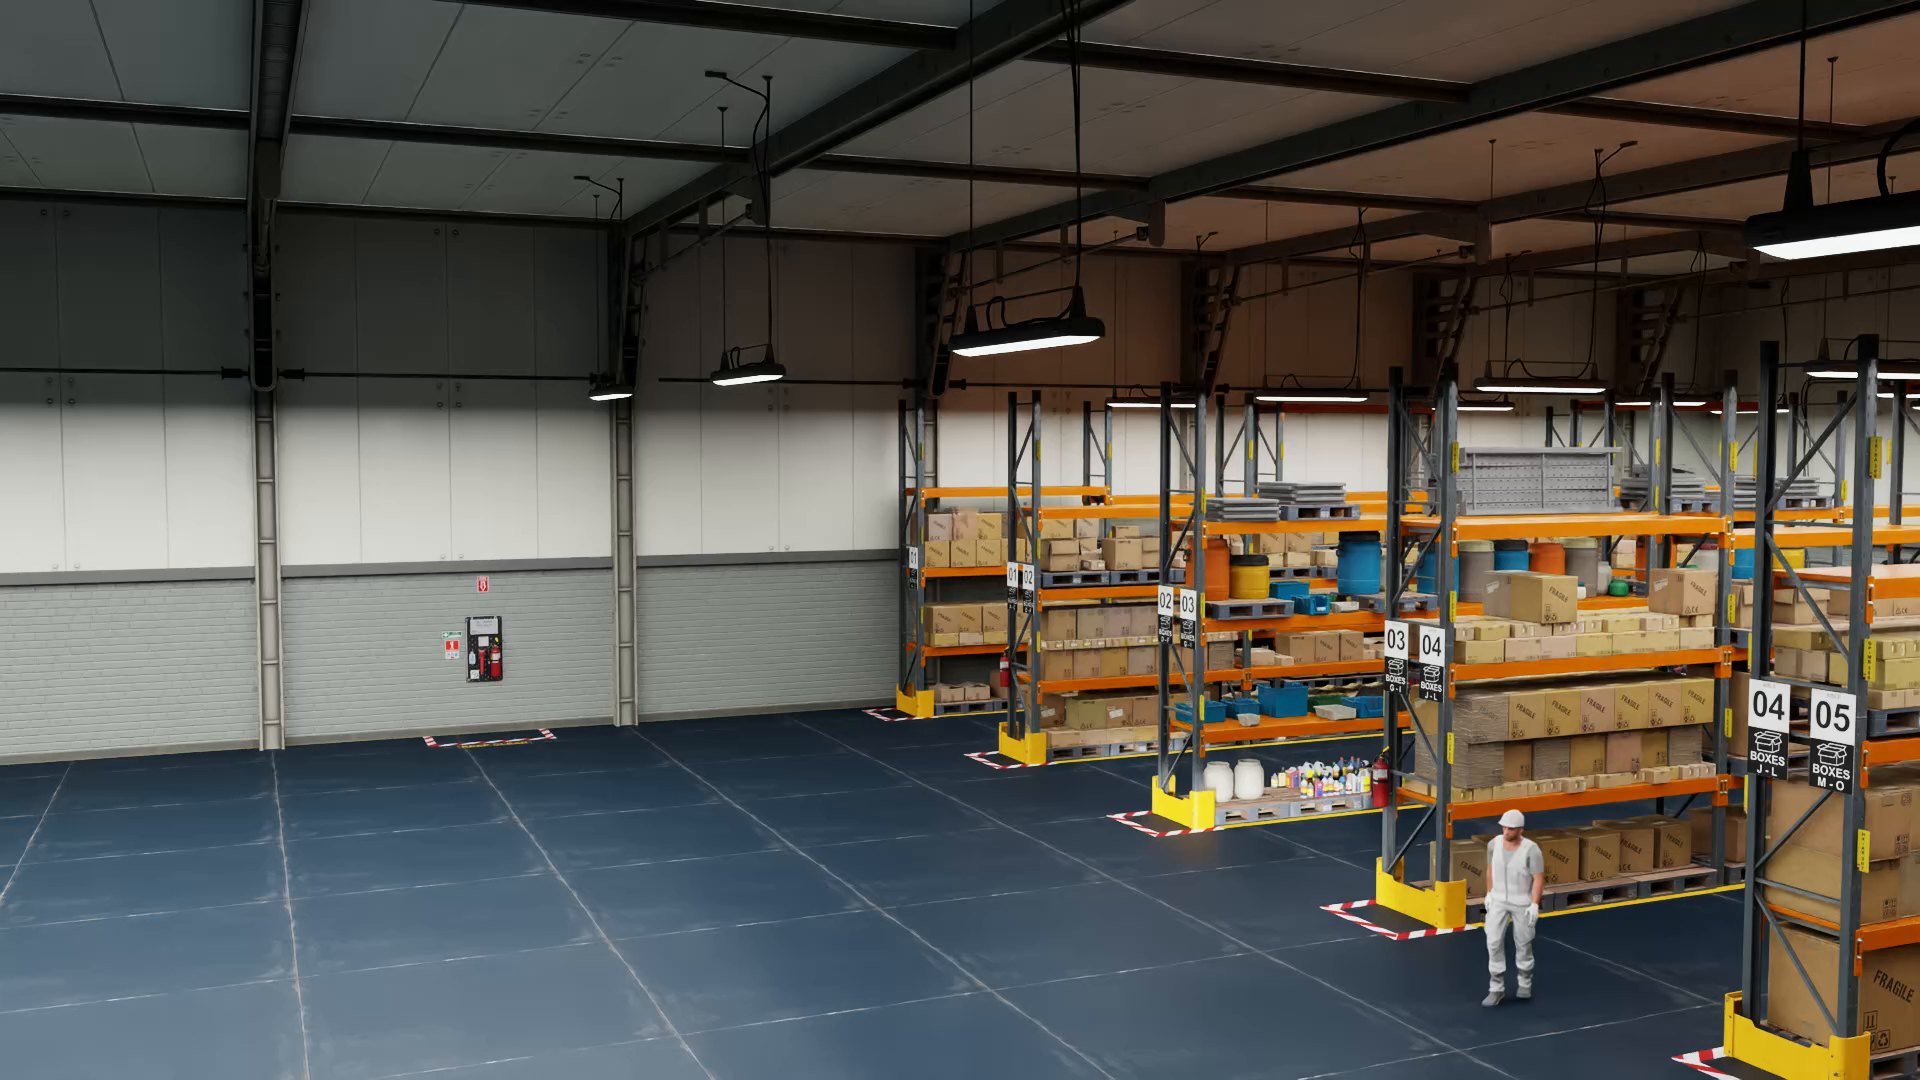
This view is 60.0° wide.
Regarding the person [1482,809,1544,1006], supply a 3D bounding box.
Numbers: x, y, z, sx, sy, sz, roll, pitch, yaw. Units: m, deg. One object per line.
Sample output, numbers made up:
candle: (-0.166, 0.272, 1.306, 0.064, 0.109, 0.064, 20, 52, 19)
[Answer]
person: (5.100, 3.383, 15.350, 0.593, 1.823, 0.596, 3, 4, 40)
